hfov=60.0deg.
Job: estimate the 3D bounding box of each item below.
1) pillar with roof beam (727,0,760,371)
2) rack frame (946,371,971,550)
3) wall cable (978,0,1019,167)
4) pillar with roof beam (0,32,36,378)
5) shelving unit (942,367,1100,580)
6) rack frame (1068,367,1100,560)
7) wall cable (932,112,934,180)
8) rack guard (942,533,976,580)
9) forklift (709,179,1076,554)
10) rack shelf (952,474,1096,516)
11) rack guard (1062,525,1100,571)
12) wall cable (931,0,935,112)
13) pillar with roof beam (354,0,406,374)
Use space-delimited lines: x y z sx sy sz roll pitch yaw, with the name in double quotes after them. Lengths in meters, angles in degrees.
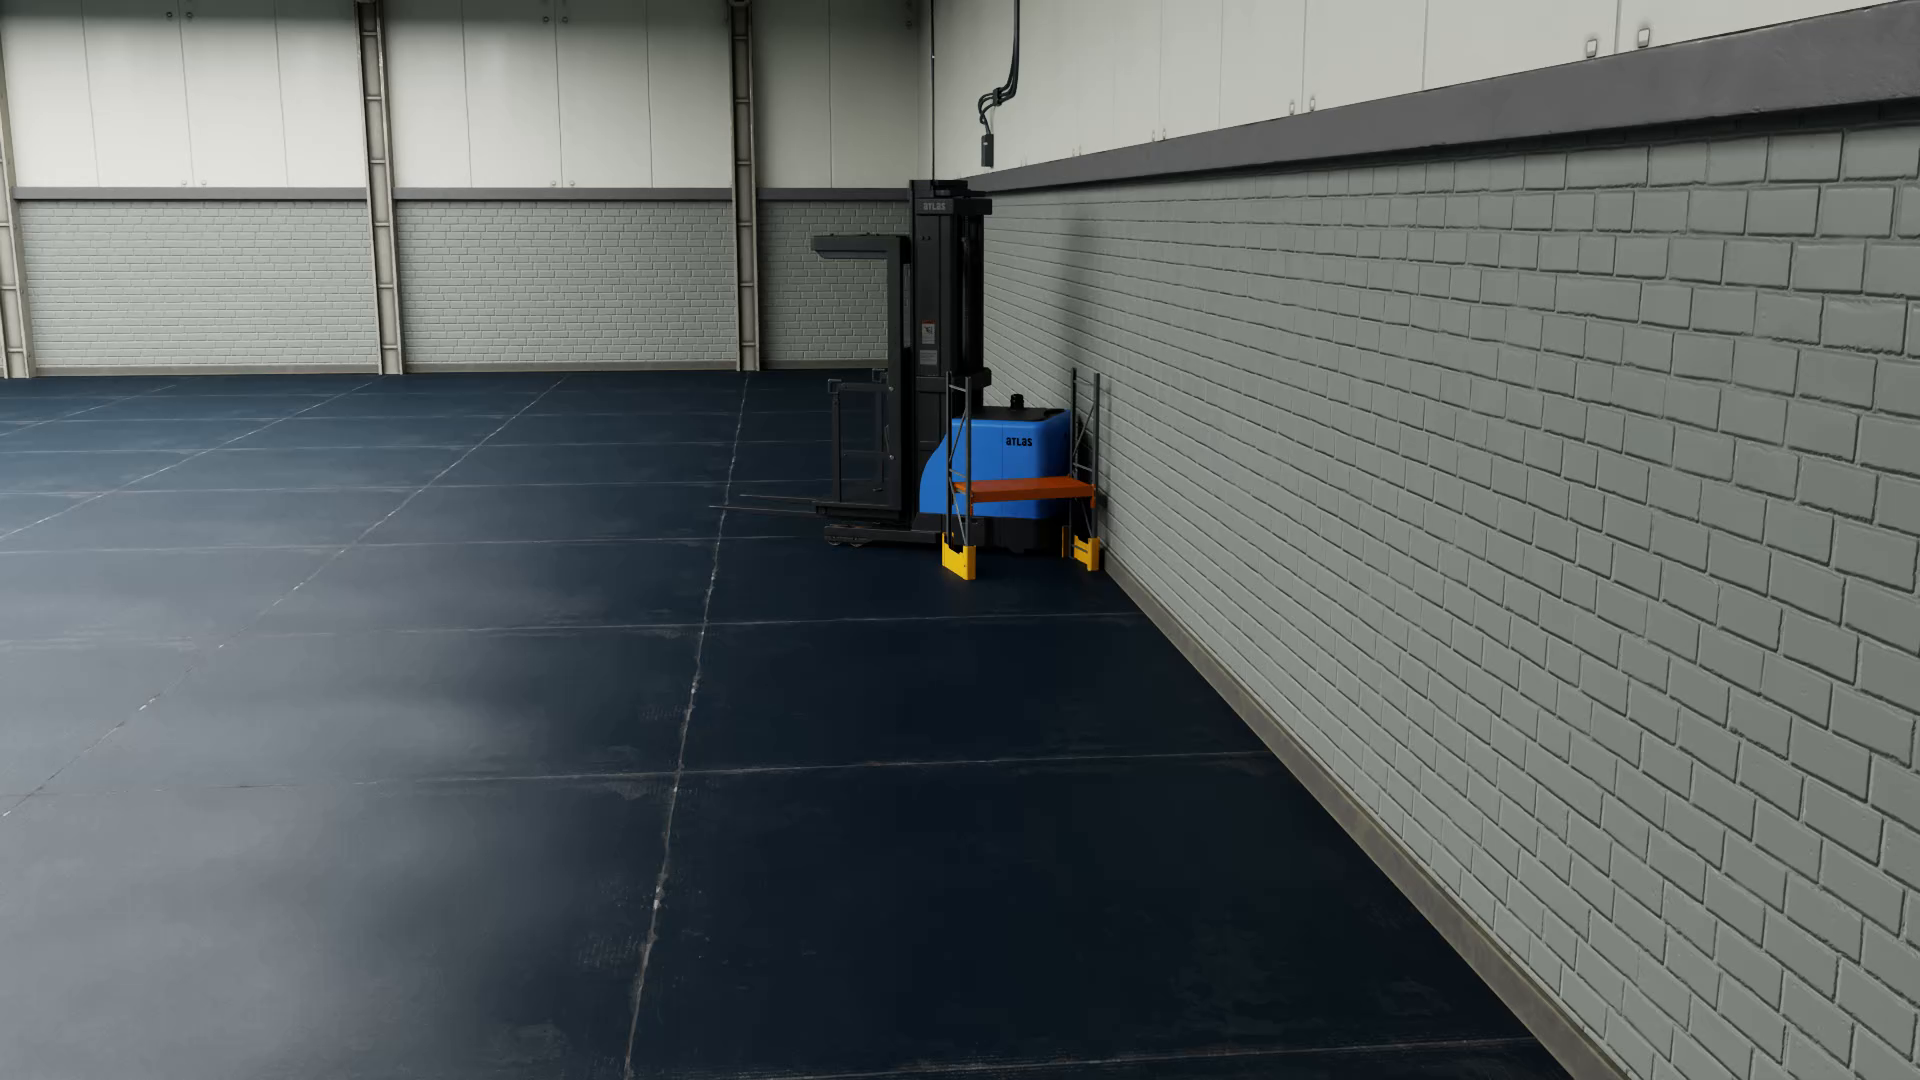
-3.211 -6.546 23.836 0.548 9.000 9.100 -1 11 -6 "pillar with roof beam"
-0.010 -0.494 12.494 0.032 1.500 0.500 -4 12 -18 "rack frame"
0.405 -7.027 17.467 0.169 6.003 2.305 -1 11 -6 "wall cable"
-15.141 -6.296 22.564 0.400 9.000 9.100 -1 11 -6 "pillar with roof beam"
0.463 -0.525 12.650 1.083 1.500 0.587 -4 12 -18 "shelving unit"
0.954 -0.557 12.811 0.032 1.500 0.500 -4 12 -18 "rack frame"
-0.605 -5.656 27.357 0.112 2.526 3.097 -1 11 -6 "wall cable"
-0.009 0.119 12.615 0.087 0.250 0.587 -4 12 -18 "rack guard"
-0.598 -1.476 13.776 3.031 2.935 1.130 4 12 18 "forklift"
0.472 -0.349 12.687 1.000 0.185 0.538 -4 12 -18 "rack shelf"
0.935 0.058 12.926 0.087 0.250 0.587 -4 12 -18 "rack guard"
-0.313 -7.615 24.231 0.112 2.526 3.097 -1 11 -6 "wall cable"
-9.176 -6.421 23.200 0.548 9.000 9.100 -1 11 -6 "pillar with roof beam"
